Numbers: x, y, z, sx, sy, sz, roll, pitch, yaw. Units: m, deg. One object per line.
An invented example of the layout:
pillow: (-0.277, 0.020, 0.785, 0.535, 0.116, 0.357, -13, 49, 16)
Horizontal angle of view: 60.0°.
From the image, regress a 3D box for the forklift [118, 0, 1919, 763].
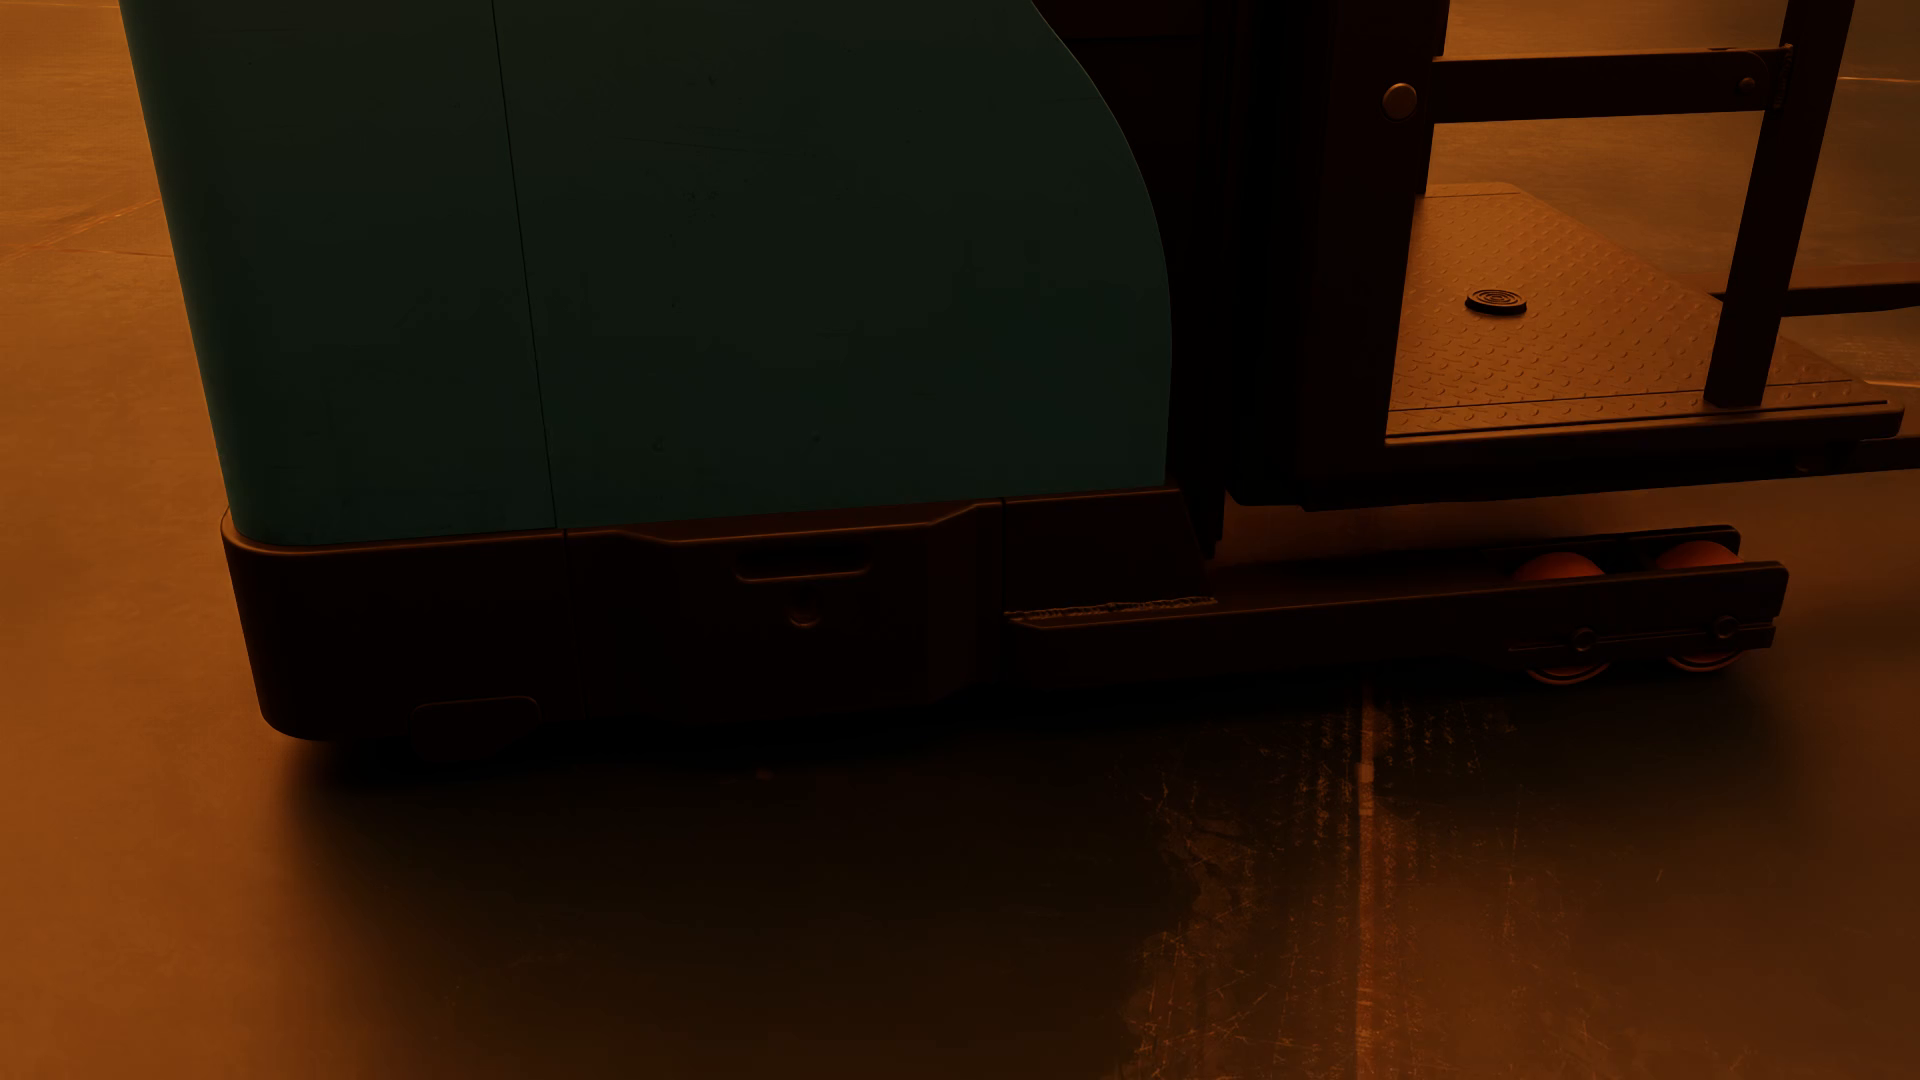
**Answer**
forklift: (0.600, -1.354, 1.930, 3.031, 2.935, 1.130, -4, 27, -9)
